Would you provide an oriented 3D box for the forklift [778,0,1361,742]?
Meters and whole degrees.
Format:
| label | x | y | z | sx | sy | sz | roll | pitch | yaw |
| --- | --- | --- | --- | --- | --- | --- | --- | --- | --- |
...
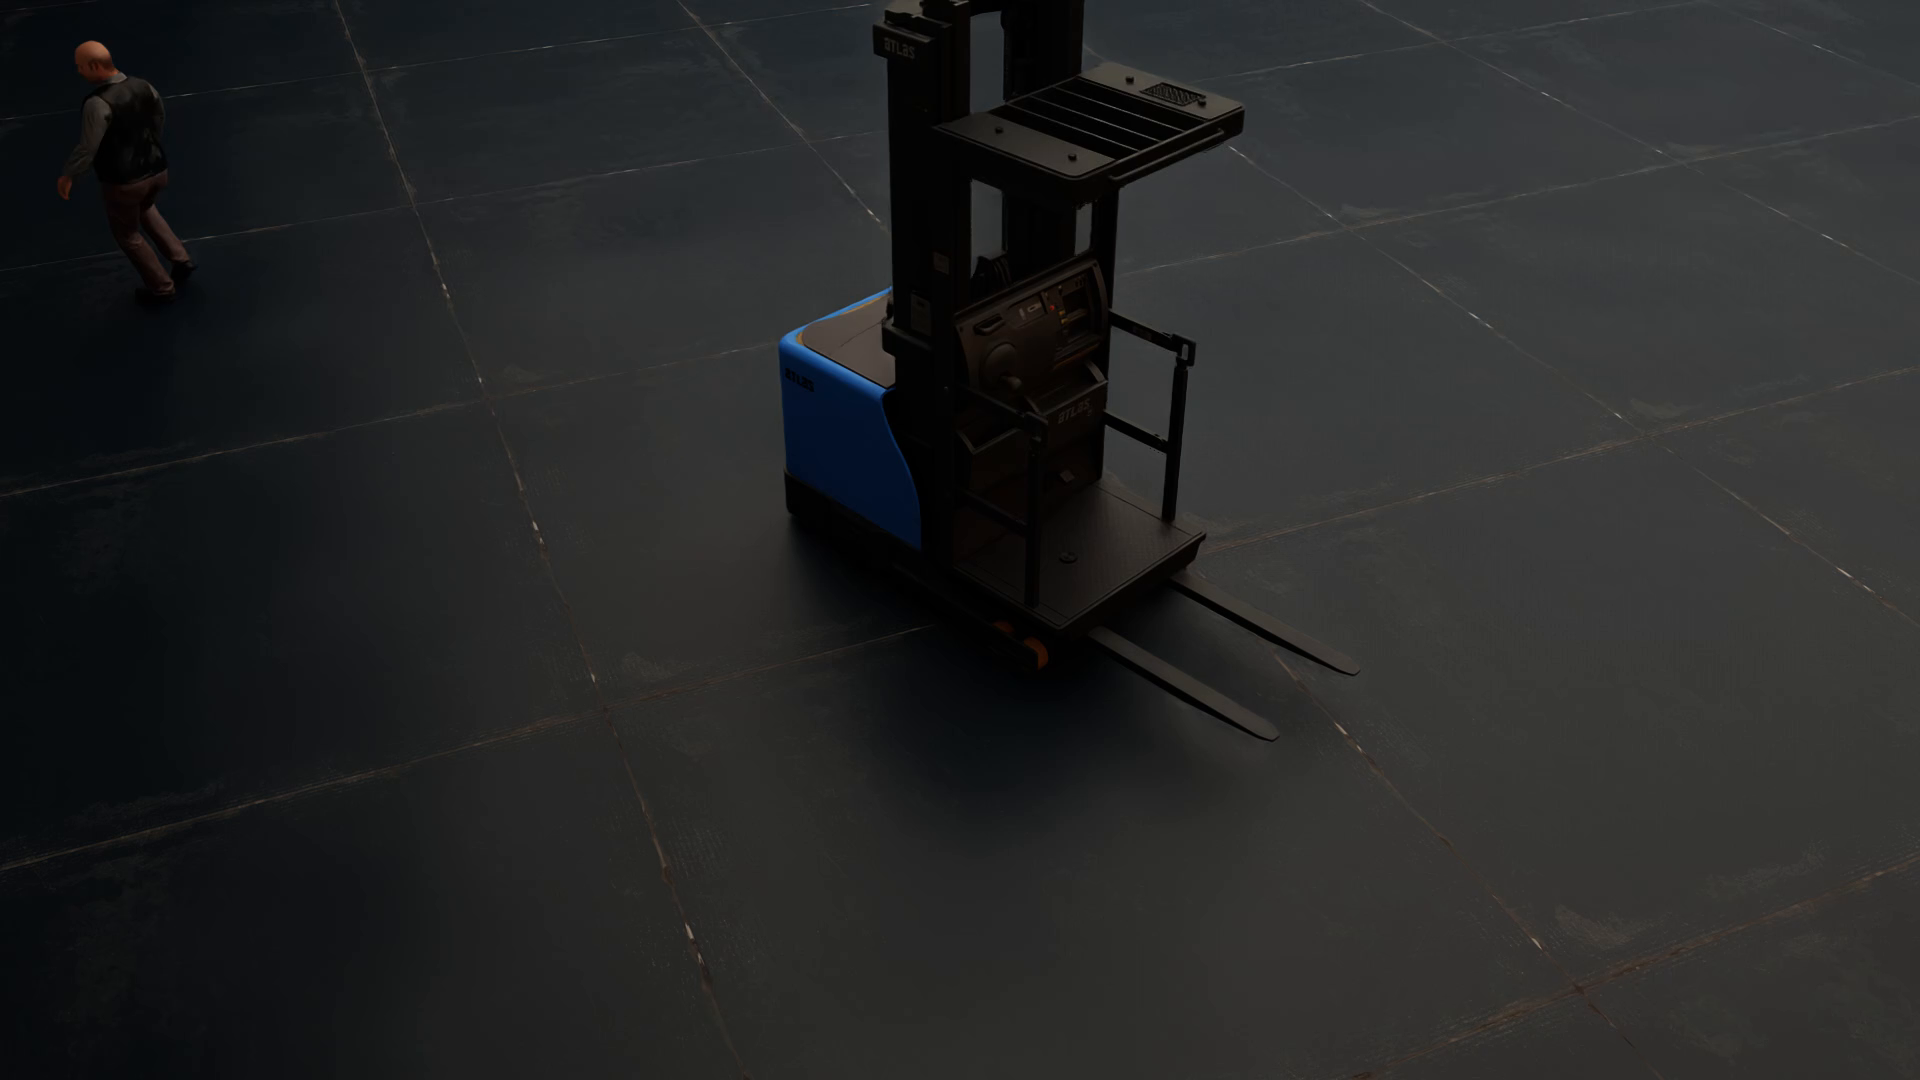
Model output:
| label | x | y | z | sx | sy | sz | roll | pitch | yaw |
| --- | --- | --- | --- | --- | --- | --- | --- | --- | --- |
| forklift | 0.485 | -0.915 | 7.386 | 3.031 | 2.935 | 1.130 | 30 | 45 | 35 |

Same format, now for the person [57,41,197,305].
| label | x | y | z | sx | sy | sz | roll | pitch | yaw |
| --- | --- | --- | --- | --- | --- | --- | --- | --- | --- |
| person | -5.225 | -2.259 | 10.365 | 0.495 | 1.716 | 0.802 | 14 | 38 | 19 |
